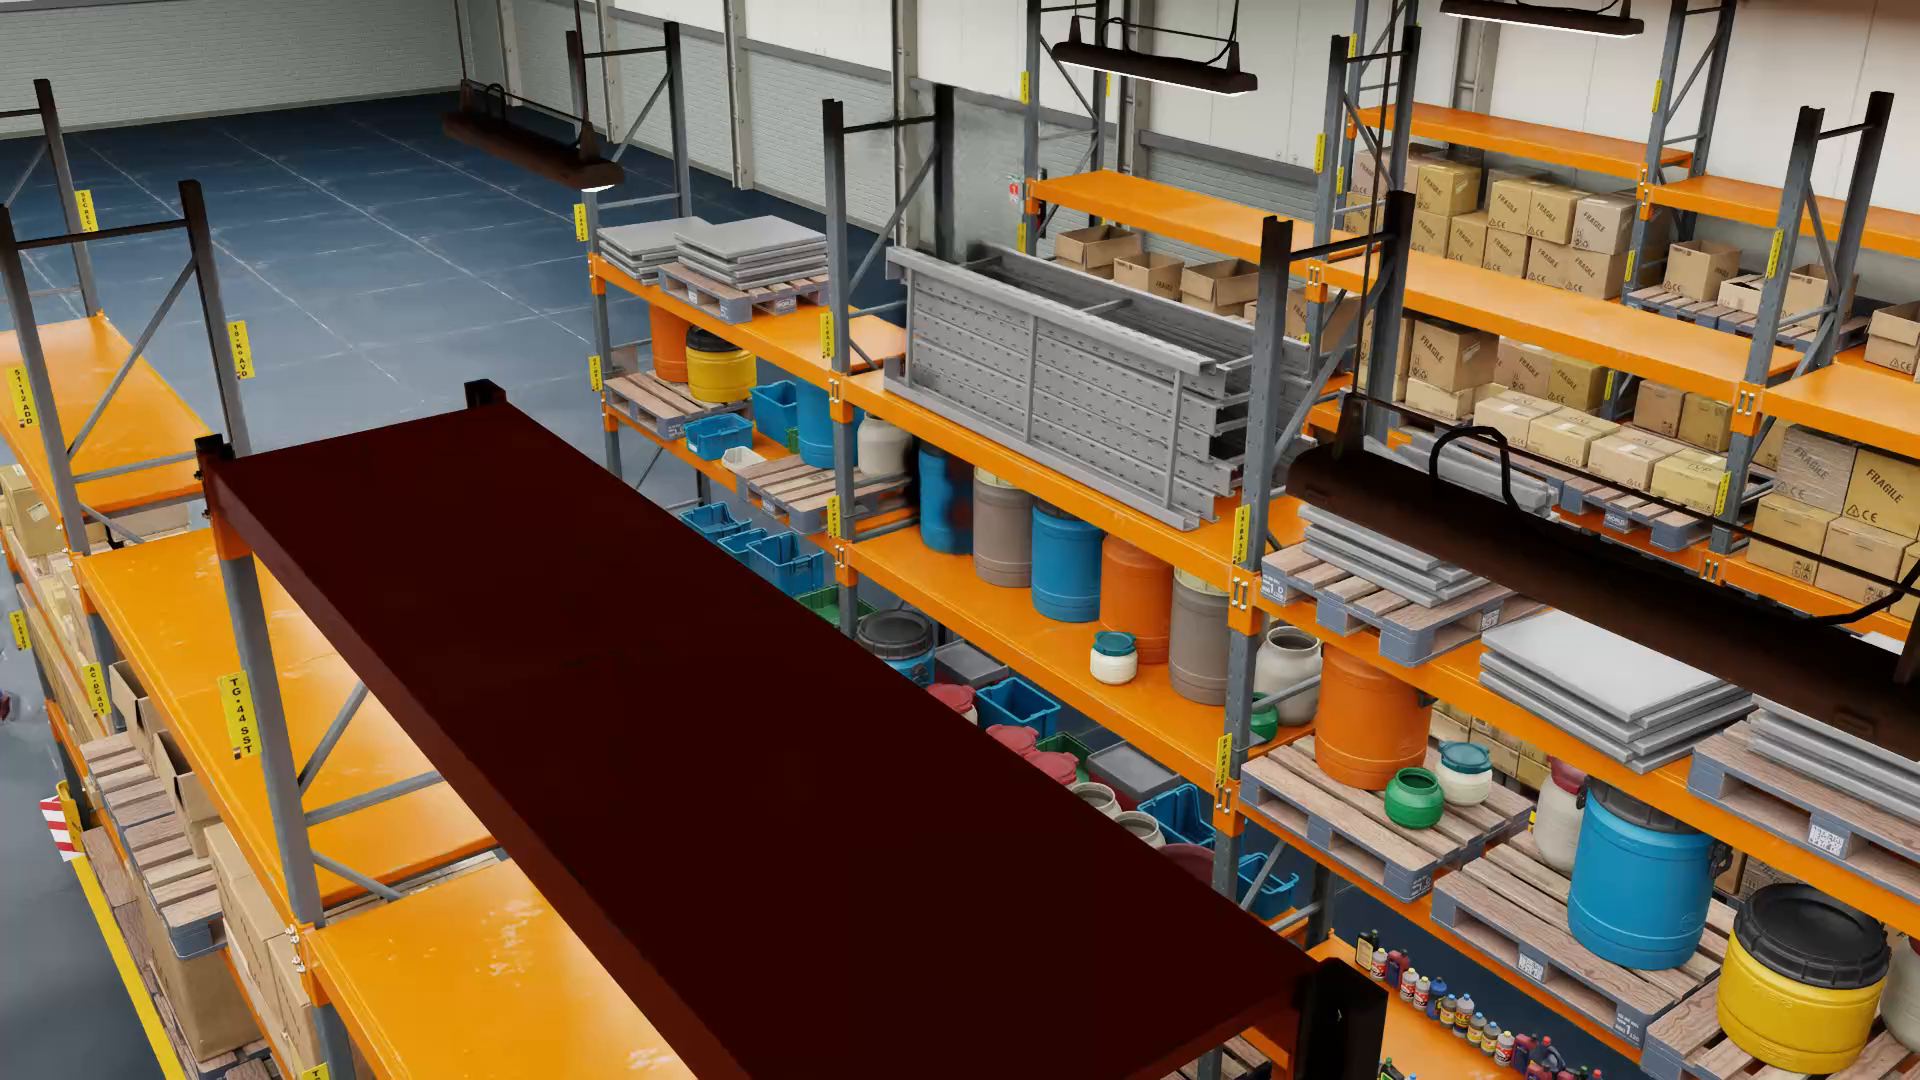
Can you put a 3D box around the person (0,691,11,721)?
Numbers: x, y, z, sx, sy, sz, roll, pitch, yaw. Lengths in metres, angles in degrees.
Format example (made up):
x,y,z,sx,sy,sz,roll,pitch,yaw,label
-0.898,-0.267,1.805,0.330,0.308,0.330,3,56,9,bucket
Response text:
x,y,z,sx,sy,sz,roll,pitch,yaw,label
-8.879,0.991,14.975,0.571,1.603,0.589,3,25,6,person
